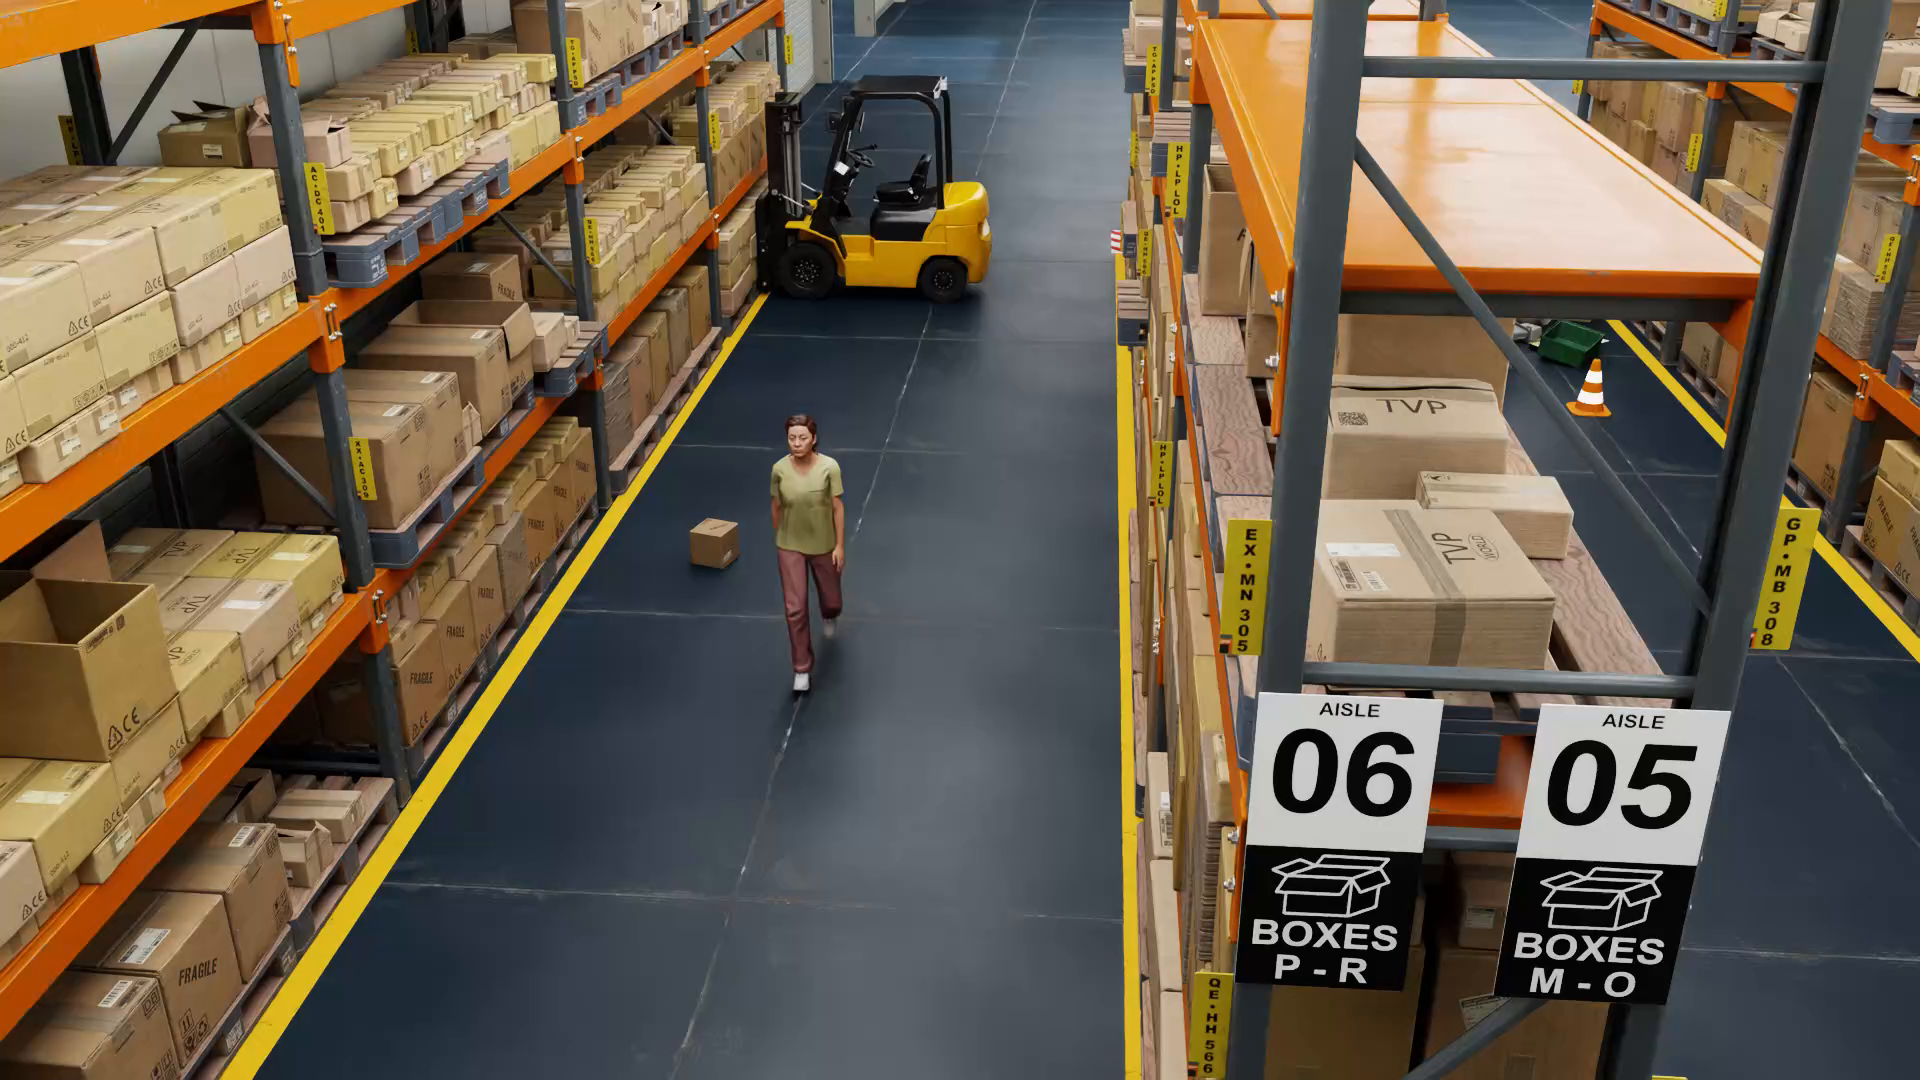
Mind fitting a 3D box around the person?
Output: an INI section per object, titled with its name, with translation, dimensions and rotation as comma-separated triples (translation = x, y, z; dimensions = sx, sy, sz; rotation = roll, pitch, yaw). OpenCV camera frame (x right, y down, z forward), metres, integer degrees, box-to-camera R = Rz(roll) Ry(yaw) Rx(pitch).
[person]
translation = -0.904, 0.019, 9.934
dimensions = 0.442, 1.640, 0.803
rotation = -1, 25, -2
